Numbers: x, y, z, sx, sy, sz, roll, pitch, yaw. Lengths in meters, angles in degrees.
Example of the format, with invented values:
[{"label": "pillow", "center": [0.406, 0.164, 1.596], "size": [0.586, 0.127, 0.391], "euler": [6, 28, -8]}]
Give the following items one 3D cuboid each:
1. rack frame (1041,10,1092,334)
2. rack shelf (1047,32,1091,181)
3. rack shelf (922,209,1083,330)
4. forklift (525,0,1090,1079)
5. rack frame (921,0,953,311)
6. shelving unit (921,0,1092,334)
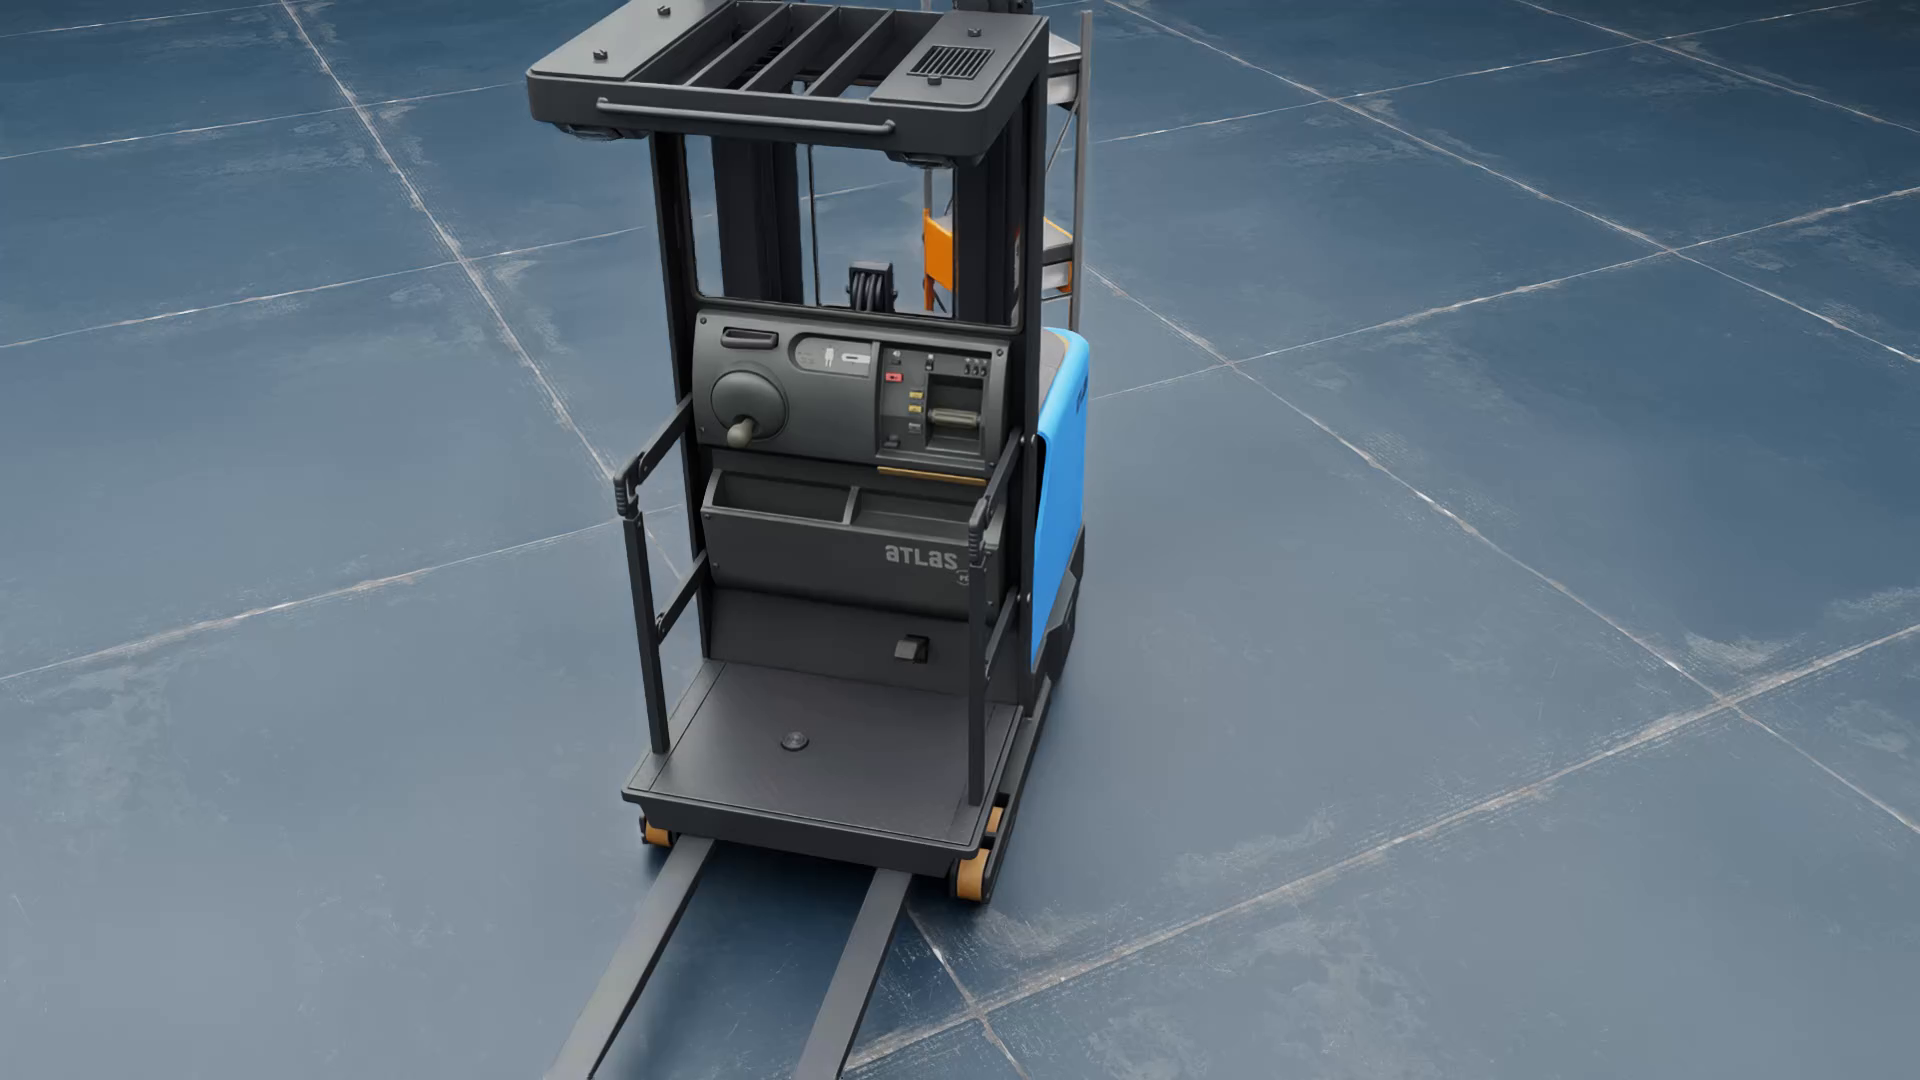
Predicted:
[{"label": "rack frame", "center": [0.272, -0.872, 6.164], "size": [0.400, 2.100, 0.015], "euler": [-16, 36, -23]}, {"label": "rack shelf", "center": [0.157, -1.566, 5.975], "size": [0.431, 0.518, 0.480], "euler": [-16, 36, -23]}, {"label": "rack shelf", "center": [0.157, -0.976, 6.353], "size": [0.431, 0.518, 0.480], "euler": [-16, 36, -23]}, {"label": "forklift", "center": [-0.371, -0.368, 4.608], "size": [1.130, 2.935, 3.031], "euler": [7, 33, 12]}, {"label": "rack frame", "center": [0.041, -1.104, 6.526], "size": [0.400, 2.100, 0.015], "euler": [-16, 36, -23]}, {"label": "shelving unit", "center": [0.157, -0.988, 6.345], "size": [0.431, 2.100, 0.503], "euler": [-16, 36, -23]}]
